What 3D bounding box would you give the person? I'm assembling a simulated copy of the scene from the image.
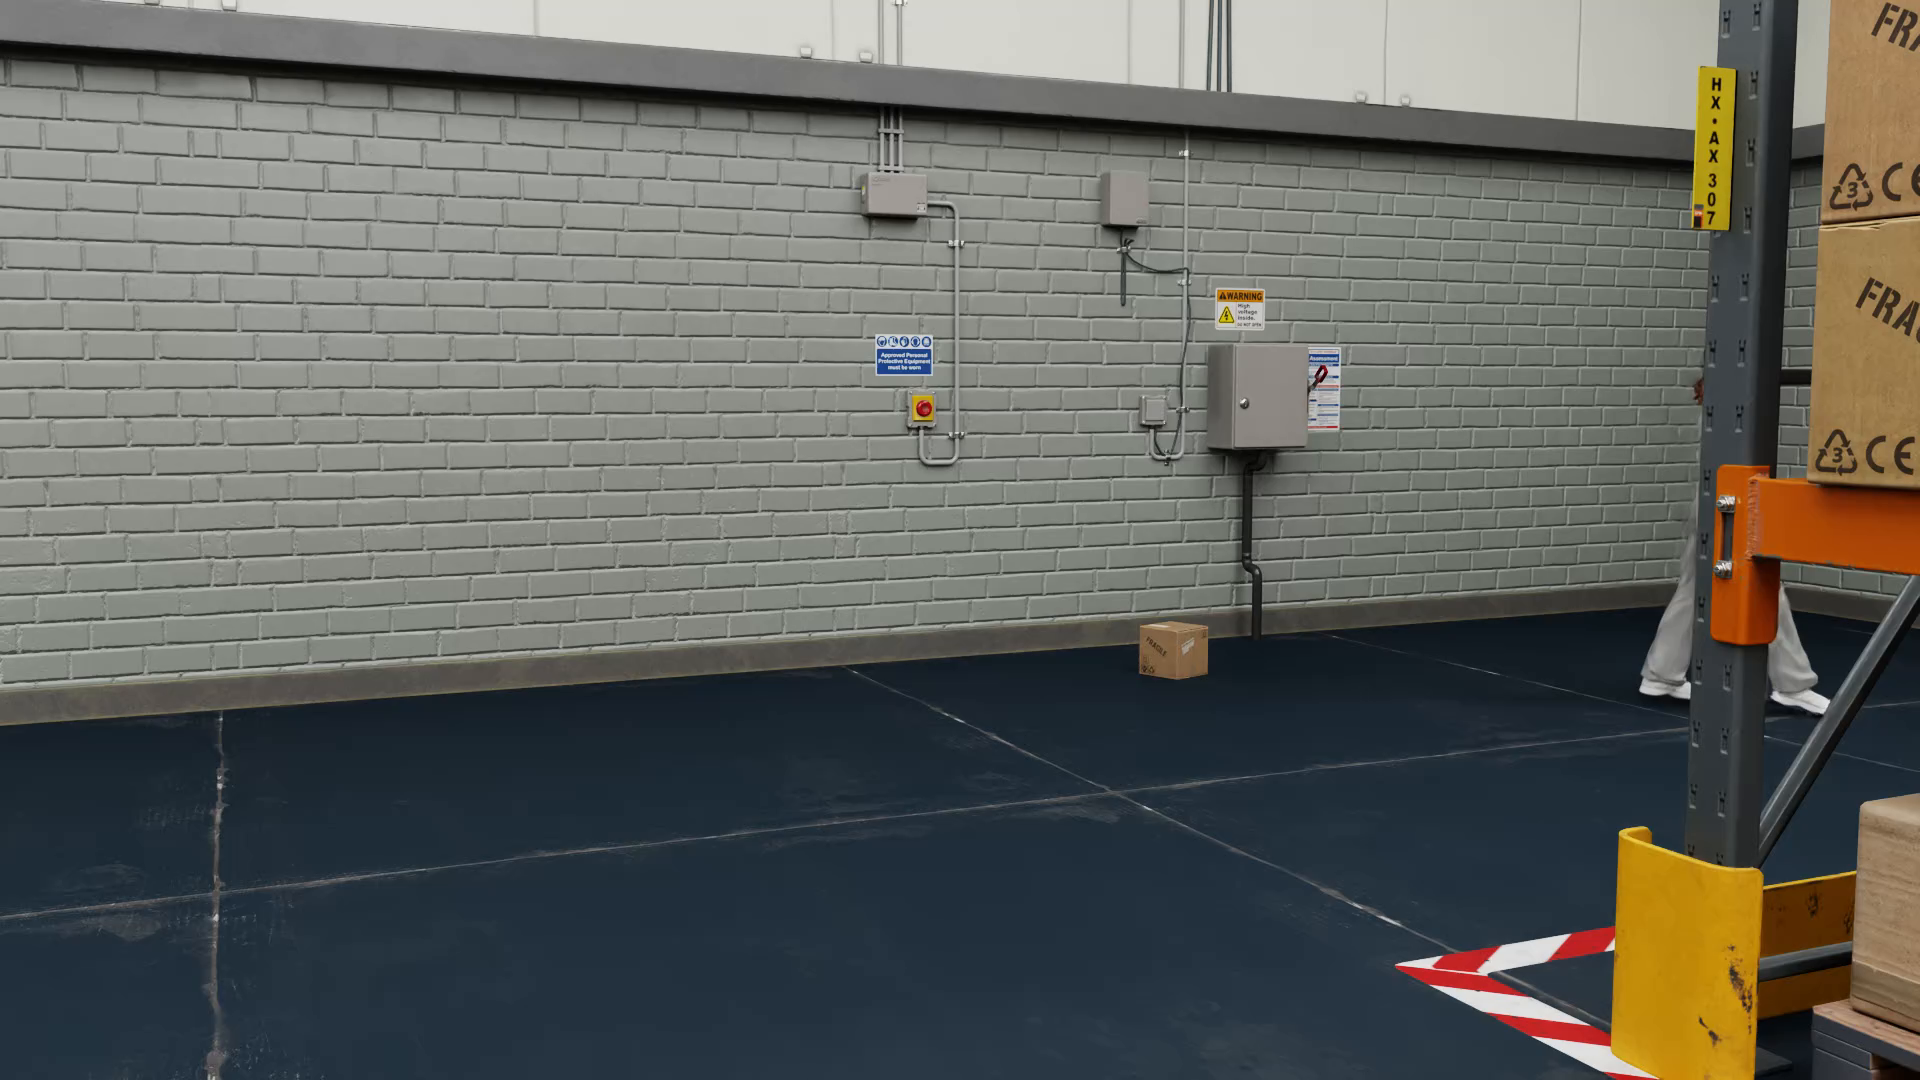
[{"bbox_3d":[3.573,-0.064,7.565,0.832,1.654,0.466,1,6,12],"label":"person"}]
